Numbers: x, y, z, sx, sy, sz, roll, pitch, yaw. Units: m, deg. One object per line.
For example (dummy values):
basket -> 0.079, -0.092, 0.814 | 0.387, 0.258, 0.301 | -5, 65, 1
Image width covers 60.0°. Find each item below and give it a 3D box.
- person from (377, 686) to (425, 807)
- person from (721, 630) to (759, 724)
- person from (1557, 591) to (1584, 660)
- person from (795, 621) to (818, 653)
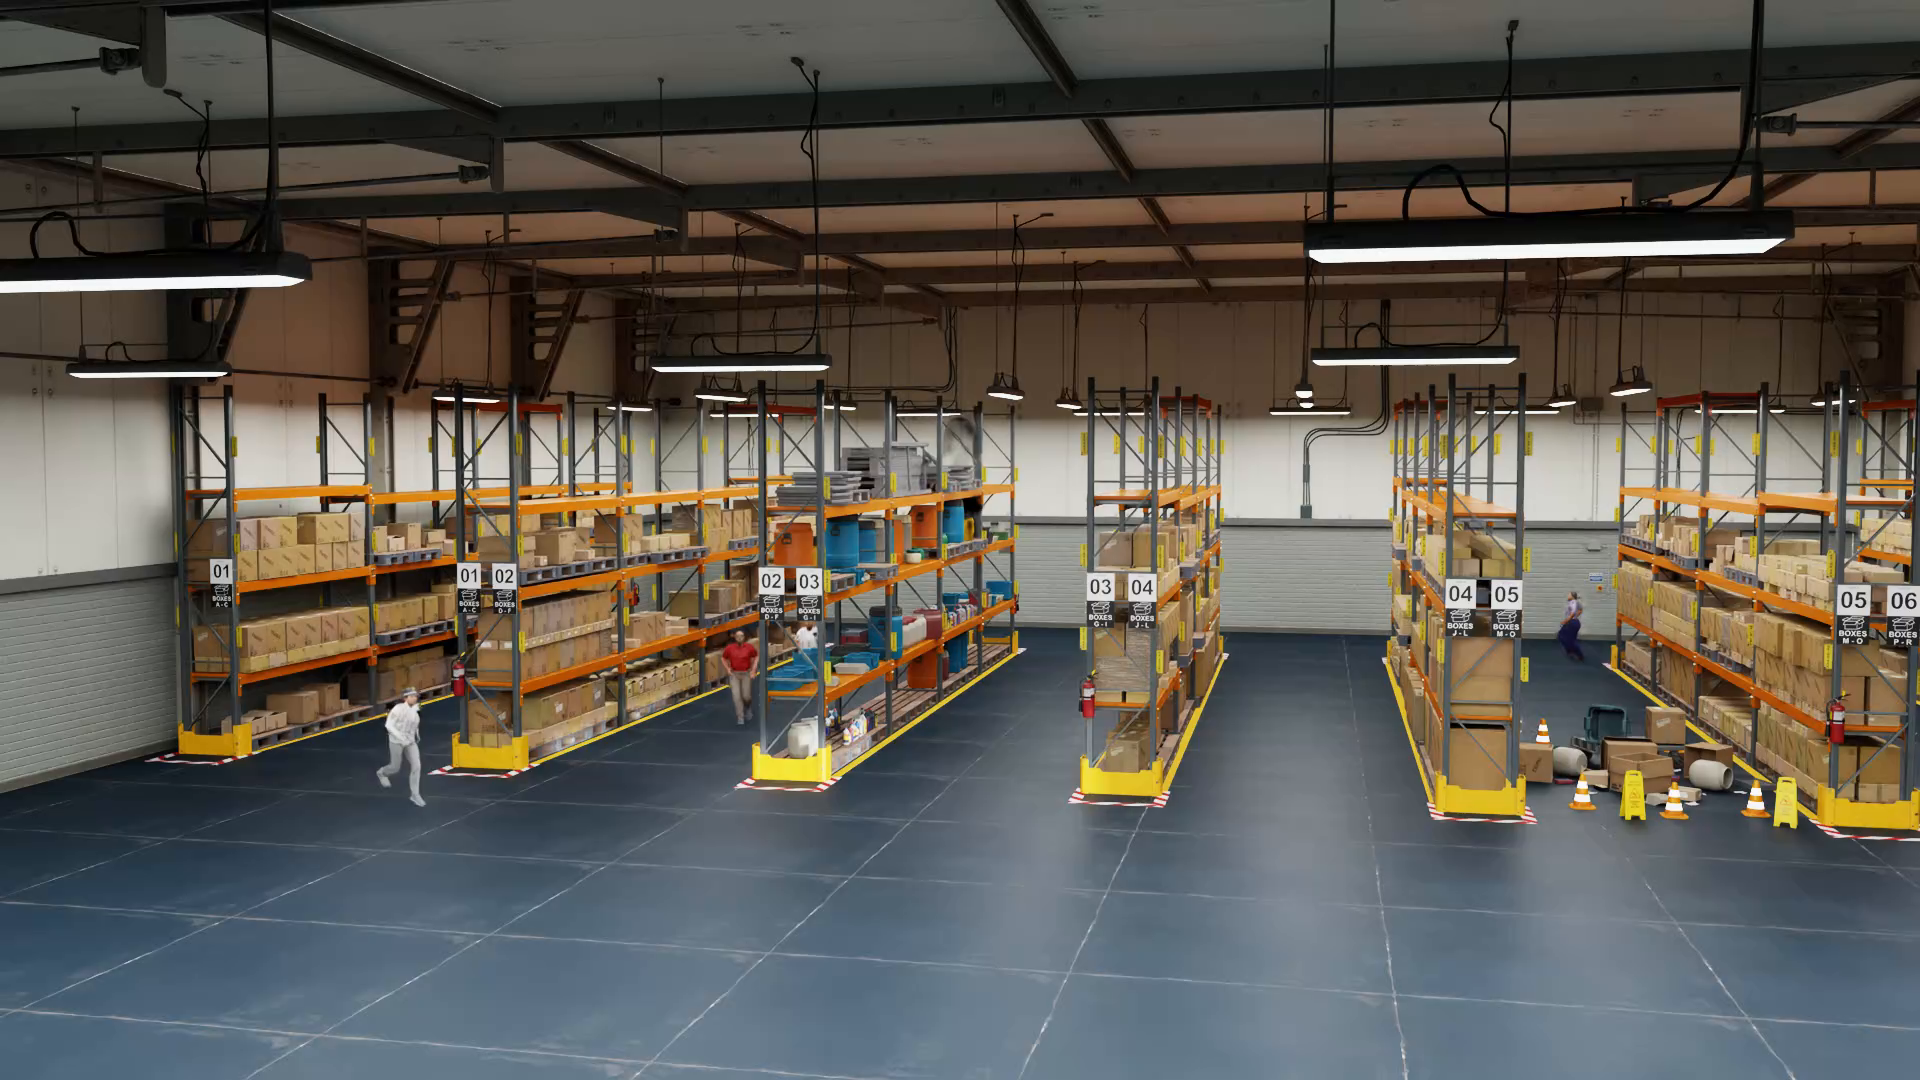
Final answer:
person -> -7.874, 2.876, 23.449 | 1.024, 1.681, 0.619 | 2, 4, 37
person -> -3.987, 2.476, 30.099 | 0.667, 1.692, 0.600 | 0, 3, -3
person -> 14.349, 2.010, 39.056 | 0.613, 1.632, 0.623 | 1, 3, 23
person -> -3.023, 2.331, 33.380 | 0.595, 1.609, 0.561 | 0, 3, -4
